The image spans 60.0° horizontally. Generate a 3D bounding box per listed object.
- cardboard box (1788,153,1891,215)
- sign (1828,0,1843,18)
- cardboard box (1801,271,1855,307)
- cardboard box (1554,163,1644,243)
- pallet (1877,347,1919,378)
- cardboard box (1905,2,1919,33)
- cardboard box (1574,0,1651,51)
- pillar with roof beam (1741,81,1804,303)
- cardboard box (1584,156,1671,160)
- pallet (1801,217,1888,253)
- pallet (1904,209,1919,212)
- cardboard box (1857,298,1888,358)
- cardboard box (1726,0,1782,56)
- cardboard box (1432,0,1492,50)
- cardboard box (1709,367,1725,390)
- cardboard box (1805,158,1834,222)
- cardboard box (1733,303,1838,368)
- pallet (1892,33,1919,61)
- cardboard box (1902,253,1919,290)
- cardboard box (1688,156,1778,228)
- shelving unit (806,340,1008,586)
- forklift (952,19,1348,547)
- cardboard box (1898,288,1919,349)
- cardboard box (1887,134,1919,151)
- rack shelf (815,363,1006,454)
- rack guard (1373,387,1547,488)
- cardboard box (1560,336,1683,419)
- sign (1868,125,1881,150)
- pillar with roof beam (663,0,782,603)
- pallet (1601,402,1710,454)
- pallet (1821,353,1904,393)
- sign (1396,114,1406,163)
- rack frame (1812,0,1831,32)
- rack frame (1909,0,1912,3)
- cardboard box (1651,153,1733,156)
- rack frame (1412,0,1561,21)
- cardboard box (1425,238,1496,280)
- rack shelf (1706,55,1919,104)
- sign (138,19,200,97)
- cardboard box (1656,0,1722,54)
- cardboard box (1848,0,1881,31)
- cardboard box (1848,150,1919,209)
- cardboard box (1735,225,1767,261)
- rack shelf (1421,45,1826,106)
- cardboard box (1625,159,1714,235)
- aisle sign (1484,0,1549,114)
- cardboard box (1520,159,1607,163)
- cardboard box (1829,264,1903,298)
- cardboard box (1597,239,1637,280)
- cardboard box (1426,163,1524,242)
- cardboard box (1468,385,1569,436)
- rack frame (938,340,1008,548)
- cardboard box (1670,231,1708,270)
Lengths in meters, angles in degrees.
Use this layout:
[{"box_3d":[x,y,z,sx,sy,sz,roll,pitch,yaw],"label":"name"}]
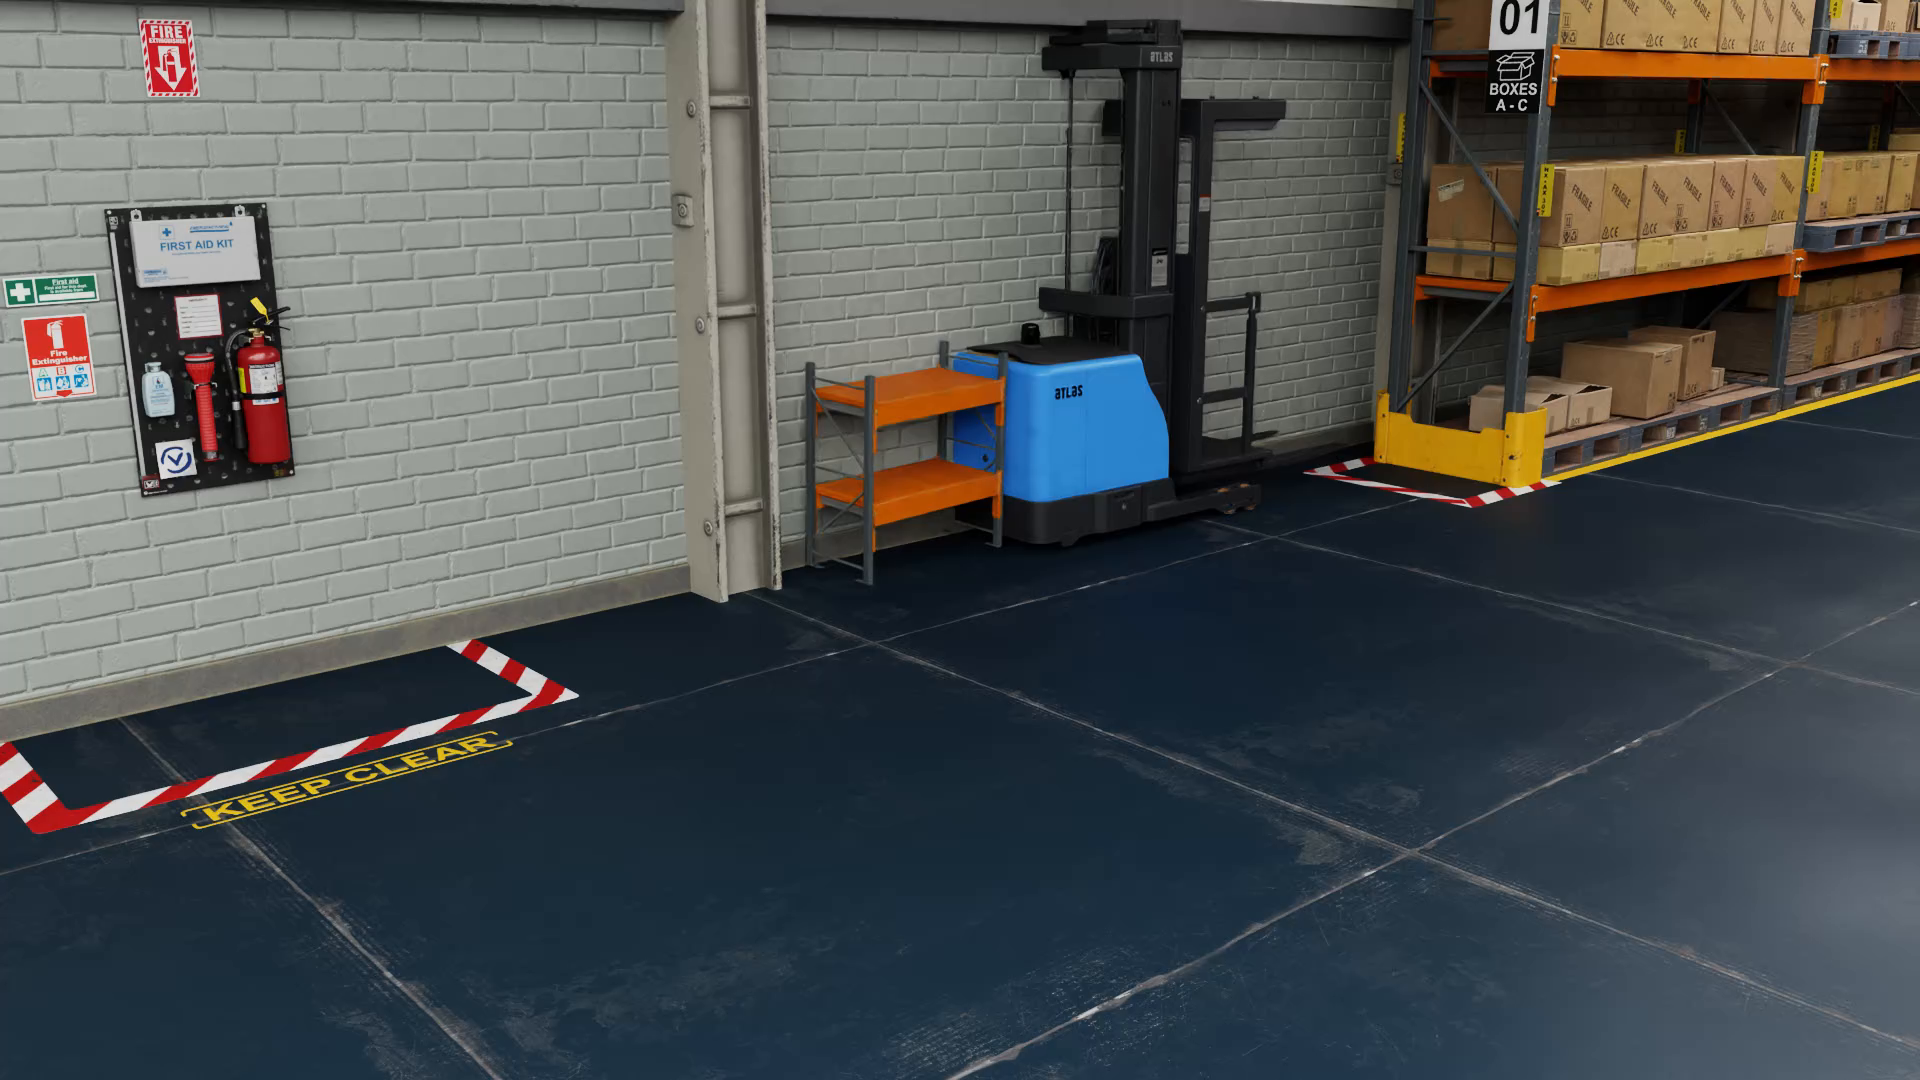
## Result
[{"box_3d":[7.706,-3.148,14.678,0.500,0.500,0.700,-10,18,-32],"label":"cardboard box"},{"box_3d":[6.759,-4.192,12.816,0.005,0.325,0.100,-13,19,-39],"label":"sign"},{"box_3d":[7.662,-2.256,14.923,0.500,0.250,0.500,-13,20,-41],"label":"cardboard box"},{"box_3d":[4.317,-2.323,11.433,0.500,0.500,0.500,-13,19,-39],"label":"cardboard box"},{"box_3d":[8.825,-1.795,16.062,1.213,0.211,1.003,-13,19,-39],"label":"pallet"},{"box_3d":[8.376,-4.582,15.040,0.637,0.503,0.797,-9,18,-32],"label":"cardboard box"},{"box_3d":[4.225,-3.519,11.065,0.500,0.500,0.500,-11,19,-36],"label":"cardboard box"},{"box_3d":[10.692,-5.283,12.091,0.400,9.000,9.100,-13,19,-39],"label":"pillar with roof beam"},{"box_3d":[5.134,-2.687,12.797,0.500,0.500,0.500,-12,19,-38],"label":"cardboard box"},{"box_3d":[7.070,-2.606,14.064,1.213,0.211,1.003,-13,19,-39],"label":"pallet"},{"box_3d":[8.947,-3.041,15.692,1.003,0.211,1.213,-13,19,-39],"label":"pallet"},{"box_3d":[8.085,-1.993,15.391,0.500,0.500,0.700,-13,20,-40],"label":"cardboard box"},{"box_3d":[5.789,-3.887,12.446,0.500,0.500,0.500,14,20,42],"label":"cardboard box"},{"box_3d":[3.529,-3.547,11.170,0.500,0.500,0.500,-11,18,-35],"label":"cardboard box"},{"box_3d":[6.014,-1.344,13.608,0.380,0.166,0.250,13,20,40],"label":"cardboard box"},{"box_3d":[6.804,-2.938,13.889,0.500,0.500,0.700,-13,19,-39],"label":"cardboard box"},{"box_3d":[7.299,-1.827,14.769,0.500,0.500,0.700,-13,20,-40],"label":"cardboard box"},{"box_3d":[7.714,-4.216,14.271,1.003,0.211,1.213,-13,19,-39],"label":"pallet"},{"box_3d":[10.056,-2.538,16.791,0.750,0.750,0.750,-13,20,-40],"label":"cardboard box"},{"box_3d":[5.871,-2.671,12.734,0.500,0.500,0.500,-13,20,-40],"label":"cardboard box"},{"box_3d":[-0.289,-0.452,9.181,0.538,1.125,1.048,17,23,41],"label":"shelving unit"},{"box_3d":[1.268,-1.665,10.304,3.031,2.935,1.130,-12,19,-38],"label":"forklift"},{"box_3d":[8.906,-2.147,15.968,0.500,0.500,0.700,-12,19,-39],"label":"cardboard box"},{"box_3d":[8.941,-3.727,15.588,0.380,0.149,0.250,12,19,38],"label":"cardboard box"},{"box_3d":[-0.282,-0.732,9.096,0.538,0.278,1.000,17,23,41],"label":"rack shelf"},{"box_3d":[3.437,-0.725,11.494,0.348,0.500,1.175,-13,19,-39],"label":"rack guard"},{"box_3d":[4.977,-1.235,12.553,0.500,0.500,0.700,-14,21,-43],"label":"cardboard box"},{"box_3d":[9.048,-3.942,16.450,0.005,0.325,0.100,-13,19,-39],"label":"sign"},{"box_3d":[1.640,-3.250,4.481,0.400,9.000,9.100,-13,19,-39],"label":"pillar with roof beam"},{"box_3d":[4.993,-0.921,12.791,1.213,0.211,1.003,-13,19,-39],"label":"pallet"},{"box_3d":[7.905,-1.590,15.293,1.213,0.211,1.003,-13,19,-39],"label":"pallet"},{"box_3d":[3.031,-2.743,11.351,0.005,0.325,0.100,-13,19,-39],"label":"sign"},{"box_3d":[6.397,-5.495,12.886,0.127,3.000,1.000,-13,19,-39],"label":"rack frame"},{"box_3d":[9.415,-6.173,15.423,0.127,3.000,1.000,-13,19,-39],"label":"rack frame"},{"box_3d":[5.906,-2.858,13.434,0.500,0.500,0.500,-13,20,-41],"label":"cardboard box"},{"box_3d":[3.380,-4.818,10.349,0.127,3.000,1.000,-13,19,-39],"label":"rack frame"},{"box_3d":[3.605,-1.974,11.578,0.500,0.250,0.500,-12,19,-39],"label":"cardboard box"},{"box_3d":[7.906,-4.038,14.634,4.000,0.370,1.077,-13,19,-39],"label":"rack shelf"},{"box_3d":[-3.147,-1.917,6.622,0.199,0.298,0.001,-13,19,-39],"label":"sign"},{"box_3d":[5.004,-3.702,11.753,0.500,0.500,0.500,-11,19,-36],"label":"cardboard box"},{"box_3d":[7.327,-4.387,13.910,0.500,0.311,0.500,-12,19,-38],"label":"cardboard box"},{"box_3d":[8.663,-3.354,15.448,0.700,0.500,0.500,14,20,42],"label":"cardboard box"},{"box_3d":[5.858,-2.312,12.846,0.500,0.250,0.500,-13,19,-39],"label":"cardboard box"},{"box_3d":[4.889,-3.360,12.098,4.000,0.370,1.077,-13,19,-39],"label":"rack shelf"},{"box_3d":[5.092,-2.499,12.093,0.500,0.500,0.500,-12,19,-38],"label":"cardboard box"},{"box_3d":[3.523,-3.105,10.524,0.004,0.787,0.394,-13,19,-39],"label":"aisle sign"},{"box_3d":[4.369,-2.512,12.140,0.500,0.500,0.500,-13,20,-41],"label":"cardboard box"},{"box_3d":[8.435,-2.425,15.556,0.500,0.250,0.500,-12,19,-38],"label":"cardboard box"},{"box_3d":[4.339,-1.968,11.558,0.500,0.250,0.500,-13,20,-41],"label":"cardboard box"},{"box_3d":[3.596,-2.340,11.497,0.500,0.500,0.500,-13,20,-40],"label":"cardboard box"},{"box_3d":[3.961,-0.933,11.787,0.500,0.311,0.500,13,20,41],"label":"cardboard box"},{"box_3d":[0.062,-0.550,9.535,0.500,1.125,0.032,17,23,41],"label":"rack frame"},{"box_3d":[5.110,-2.139,12.196,0.500,0.250,0.500,-12,19,-39],"label":"cardboard box"}]
